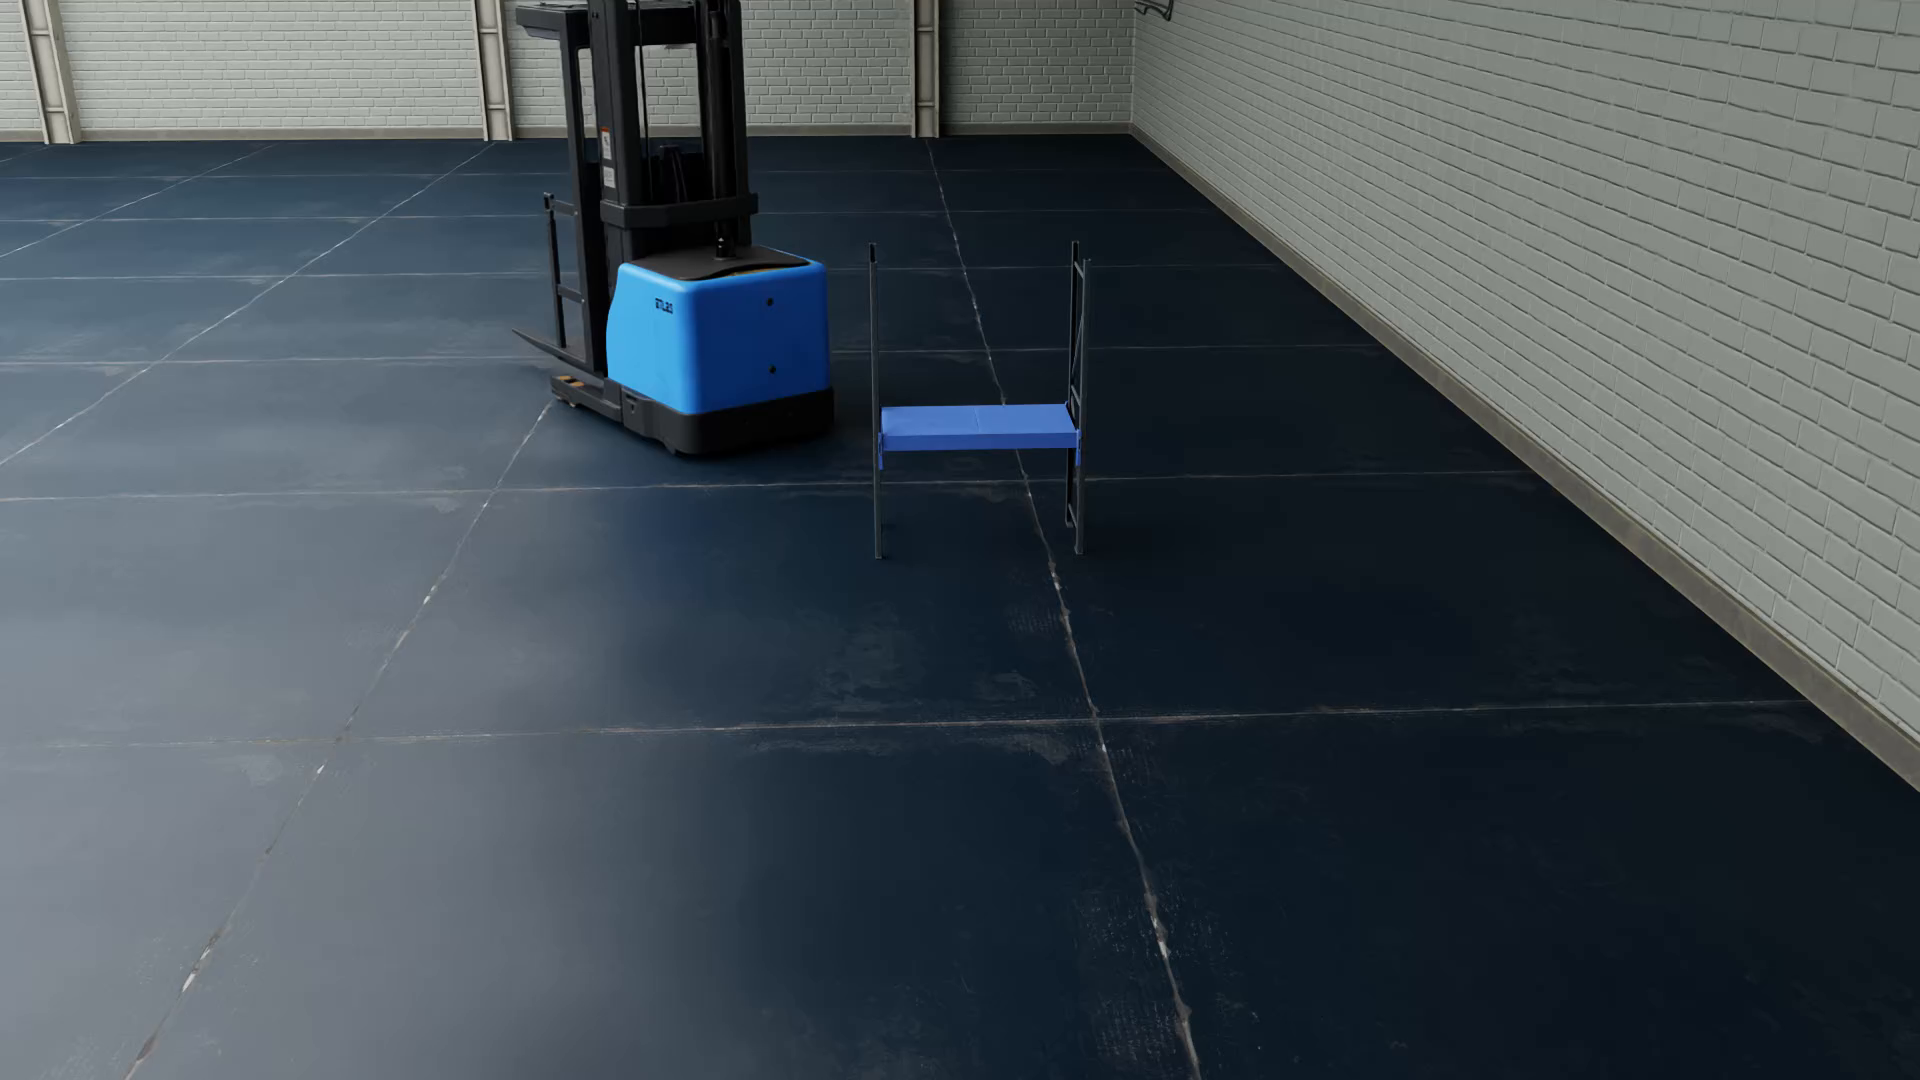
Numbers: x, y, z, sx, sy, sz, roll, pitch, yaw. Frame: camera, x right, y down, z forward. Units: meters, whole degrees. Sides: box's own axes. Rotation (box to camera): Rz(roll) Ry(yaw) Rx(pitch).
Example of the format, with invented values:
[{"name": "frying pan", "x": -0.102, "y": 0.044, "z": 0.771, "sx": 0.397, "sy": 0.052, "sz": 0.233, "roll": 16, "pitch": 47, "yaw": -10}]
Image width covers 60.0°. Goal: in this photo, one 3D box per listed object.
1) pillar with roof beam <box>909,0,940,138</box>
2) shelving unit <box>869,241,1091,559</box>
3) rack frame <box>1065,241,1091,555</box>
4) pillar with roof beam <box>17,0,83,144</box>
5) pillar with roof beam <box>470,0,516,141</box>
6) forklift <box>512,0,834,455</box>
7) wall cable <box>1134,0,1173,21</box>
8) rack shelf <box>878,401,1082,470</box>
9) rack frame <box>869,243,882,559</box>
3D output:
[{"name": "pillar with roof beam", "x": -0.254, "y": -8.459, "z": 18.191, "sx": 0.400, "sy": 9.000, "sz": 9.100, "roll": -1, "pitch": 21, "yaw": -3}, {"name": "shelving unit", "x": 0.085, "y": -0.703, "z": 8.359, "sx": 1.048, "sy": 1.500, "sz": 0.538, "roll": -1, "pitch": 21, "yaw": -3}, {"name": "rack frame", "x": 0.593, "y": -0.713, "z": 8.386, "sx": 0.032, "sy": 1.500, "sz": 0.500, "roll": -1, "pitch": 21, "yaw": -3}, {"name": "pillar with roof beam", "x": -12.234, "y": -8.215, "z": 17.551, "sx": 0.400, "sy": 9.000, "sz": 9.100, "roll": -1, "pitch": 21, "yaw": -3}, {"name": "pillar with roof beam", "x": -6.244, "y": -8.337, "z": 17.871, "sx": 0.400, "sy": 9.000, "sz": 9.100, "roll": -1, "pitch": 21, "yaw": -3}, {"name": "forklift", "x": -2.065, "y": -2.333, "z": 10.630, "sx": 1.130, "sy": 2.935, "sz": 3.031, "roll": -15, "pitch": 25, "yaw": -34}, {"name": "wall cable", "x": 2.517, "y": -8.127, "z": 21.684, "sx": 0.112, "sy": 2.526, "sz": 3.097, "roll": -1, "pitch": 21, "yaw": -3}, {"name": "rack shelf", "x": 0.085, "y": -0.535, "z": 8.423, "sx": 1.000, "sy": 0.185, "sz": 0.538, "roll": -1, "pitch": 21, "yaw": -3}, {"name": "rack frame", "x": -0.422, "y": -0.692, "z": 8.332, "sx": 0.032, "sy": 1.500, "sz": 0.500, "roll": -1, "pitch": 21, "yaw": -3}]
